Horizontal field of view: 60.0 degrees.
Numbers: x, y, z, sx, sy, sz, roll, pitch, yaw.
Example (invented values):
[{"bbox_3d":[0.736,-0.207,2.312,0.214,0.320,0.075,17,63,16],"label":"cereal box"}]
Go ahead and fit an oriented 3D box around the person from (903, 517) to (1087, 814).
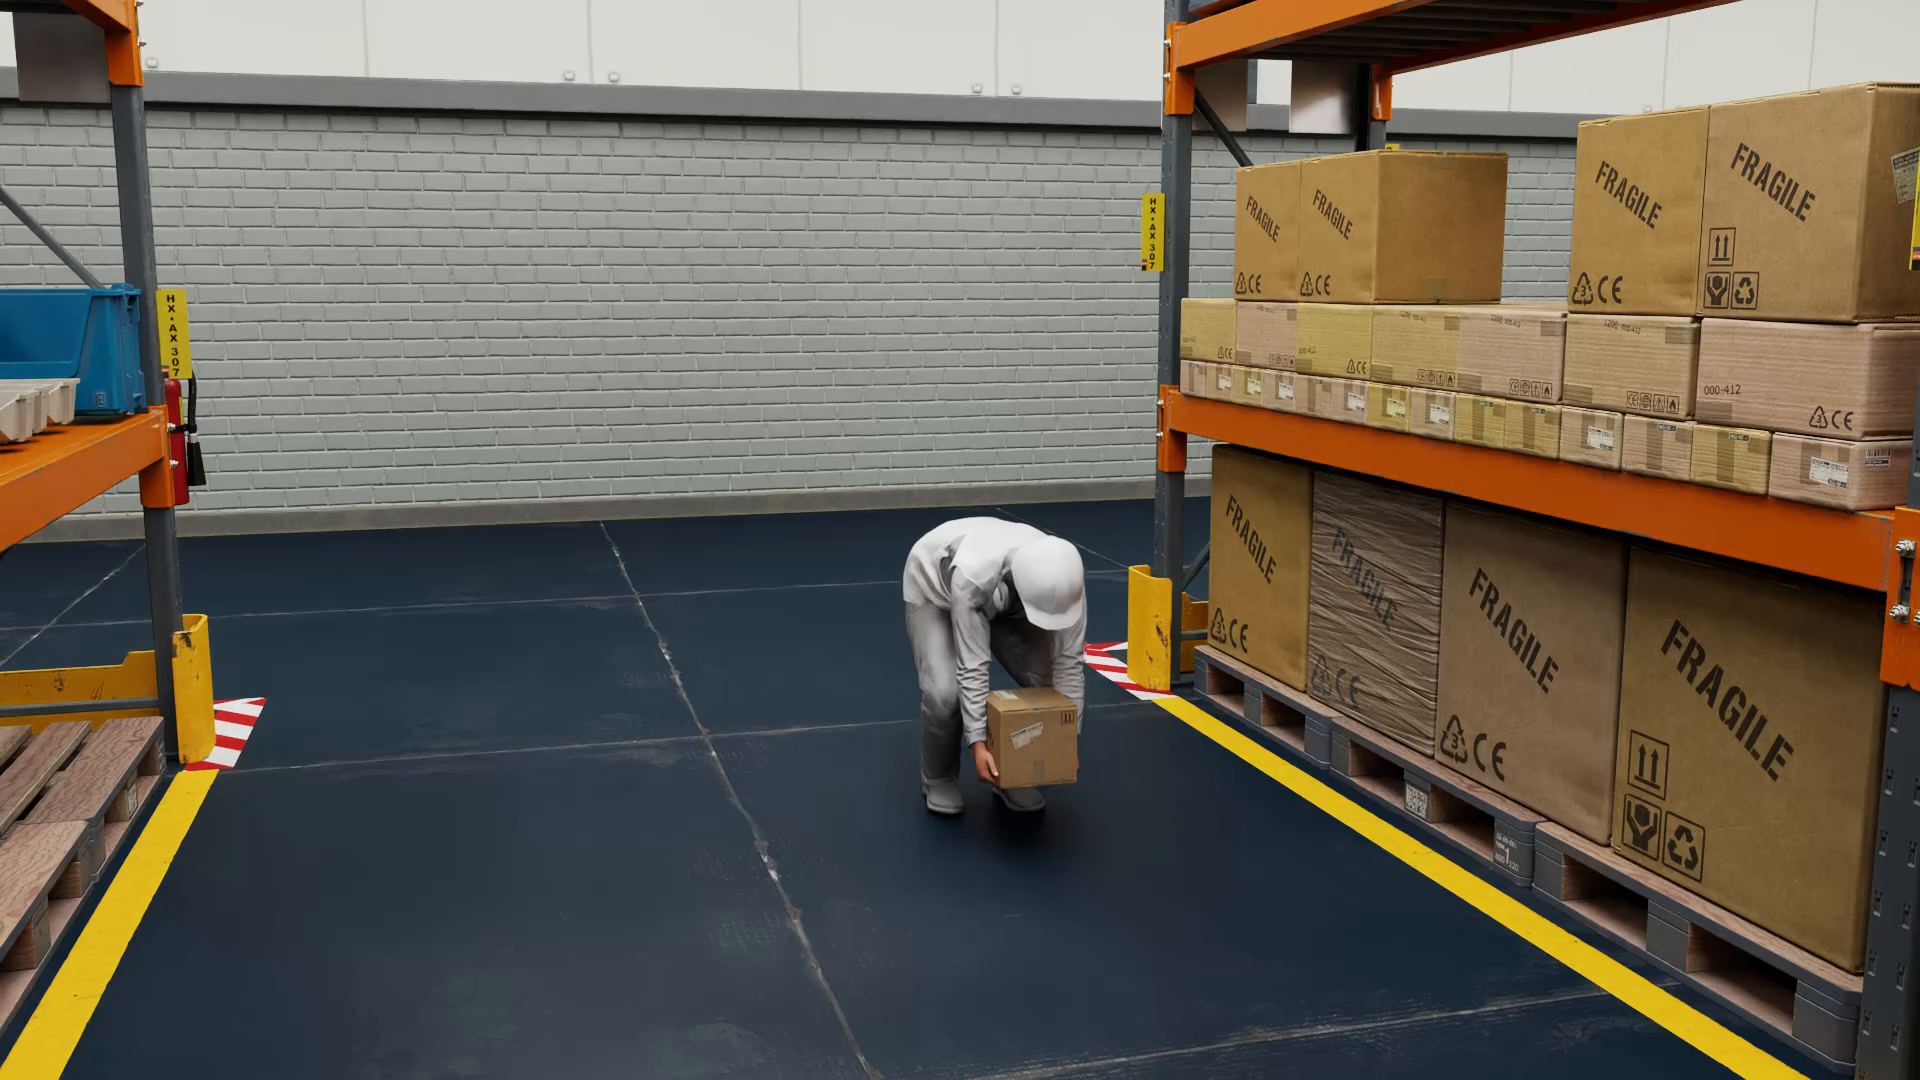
[{"bbox_3d":[0.128,0.433,5.490,0.502,1.014,0.995,-3,10,-19],"label":"person"}]
